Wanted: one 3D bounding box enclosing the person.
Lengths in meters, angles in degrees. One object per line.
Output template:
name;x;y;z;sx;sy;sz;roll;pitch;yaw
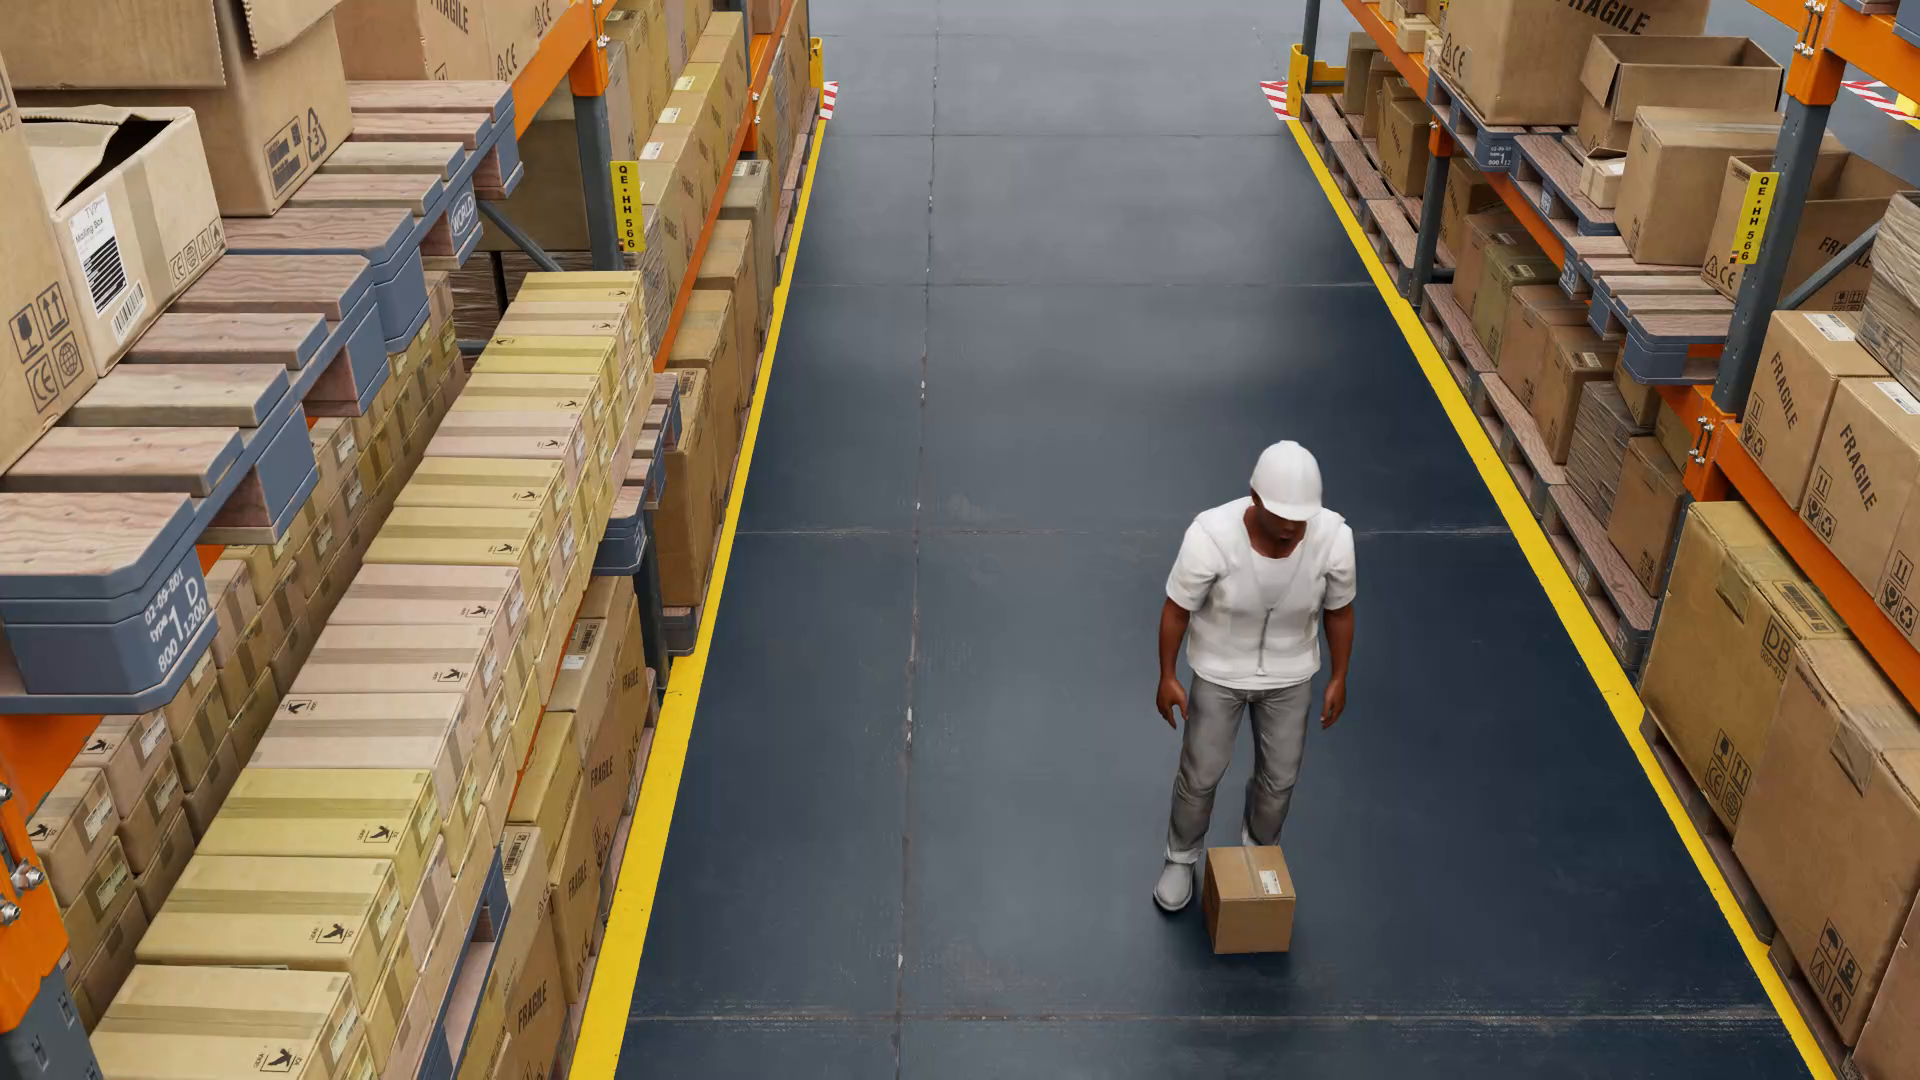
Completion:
person;0.950;0.448;5.382;0.627;1.761;0.457;0;31;0
